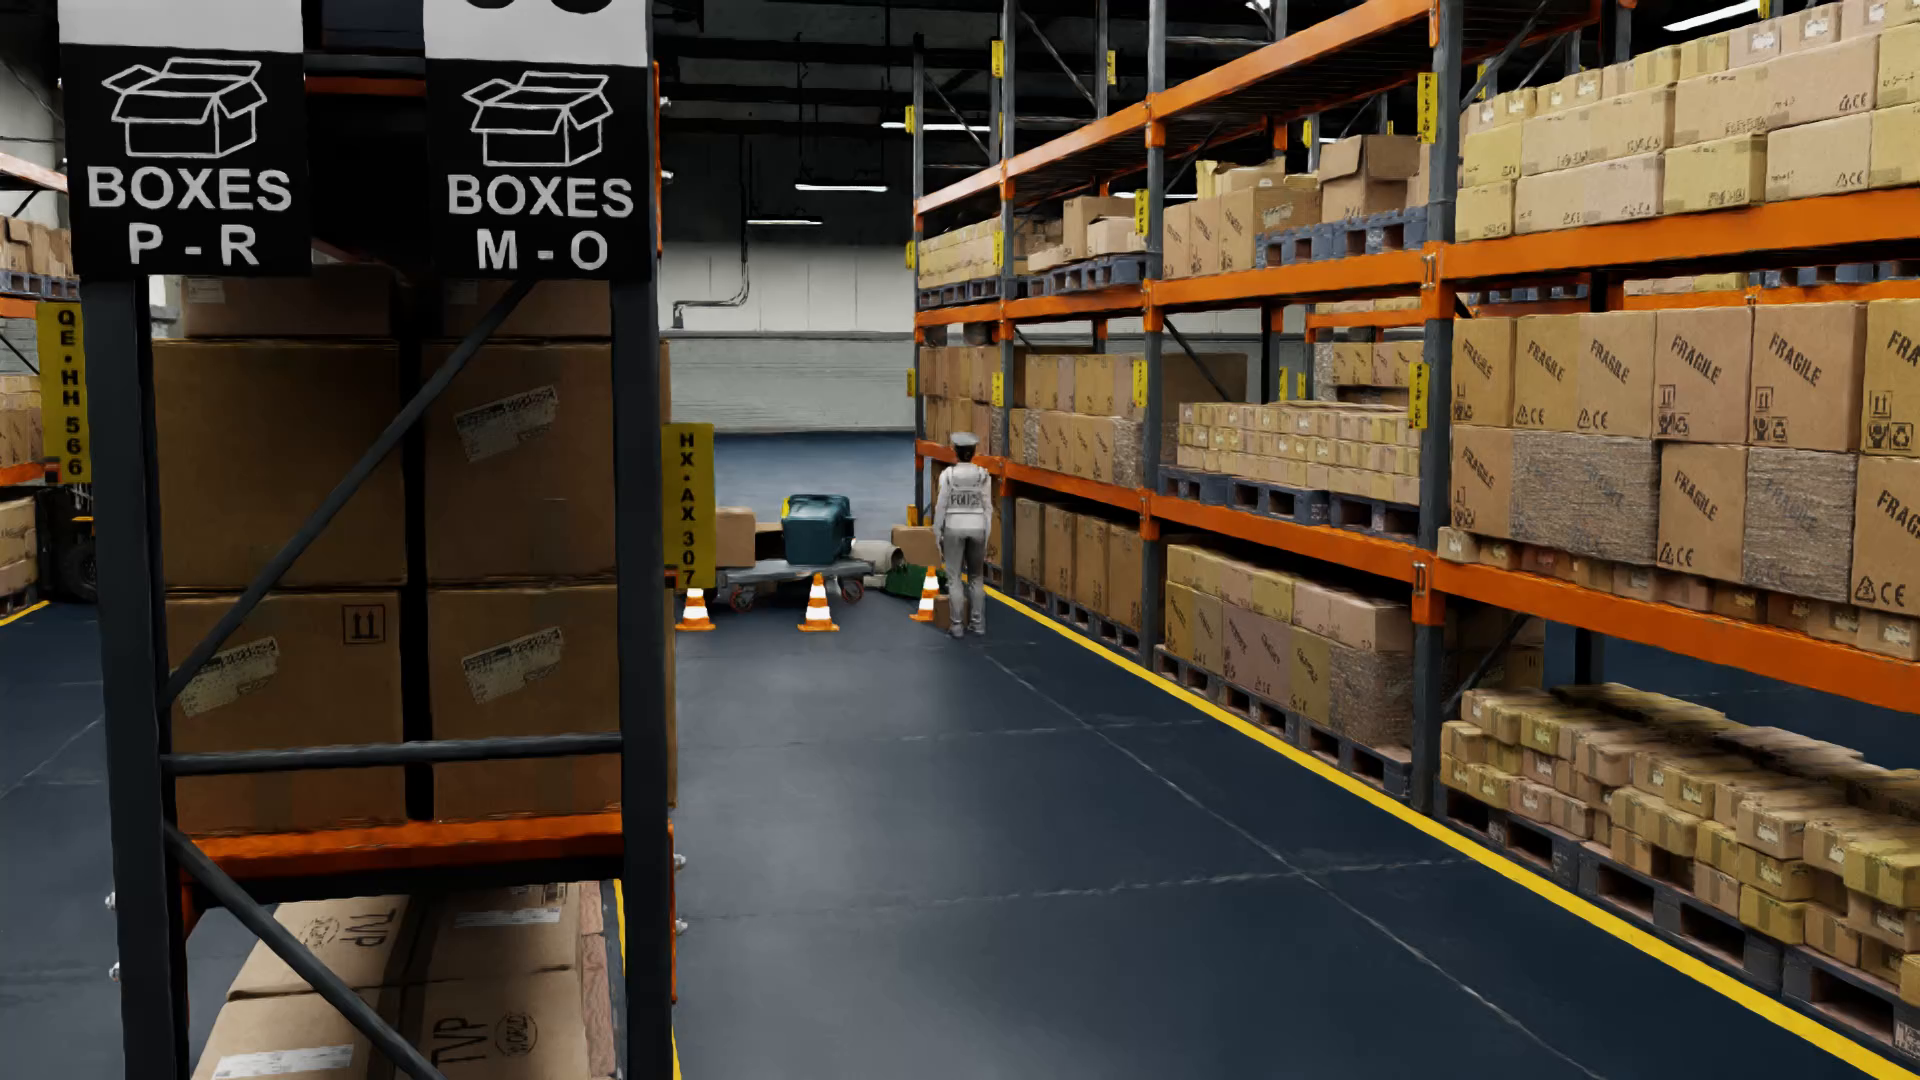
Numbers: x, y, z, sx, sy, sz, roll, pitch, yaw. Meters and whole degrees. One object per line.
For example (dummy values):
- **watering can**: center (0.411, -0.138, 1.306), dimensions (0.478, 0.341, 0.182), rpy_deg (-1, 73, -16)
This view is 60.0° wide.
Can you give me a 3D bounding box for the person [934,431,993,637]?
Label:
- **person**: center (0.022, -0.046, 13.617), dimensions (0.473, 1.690, 0.441), rpy_deg (-1, 6, -13)
